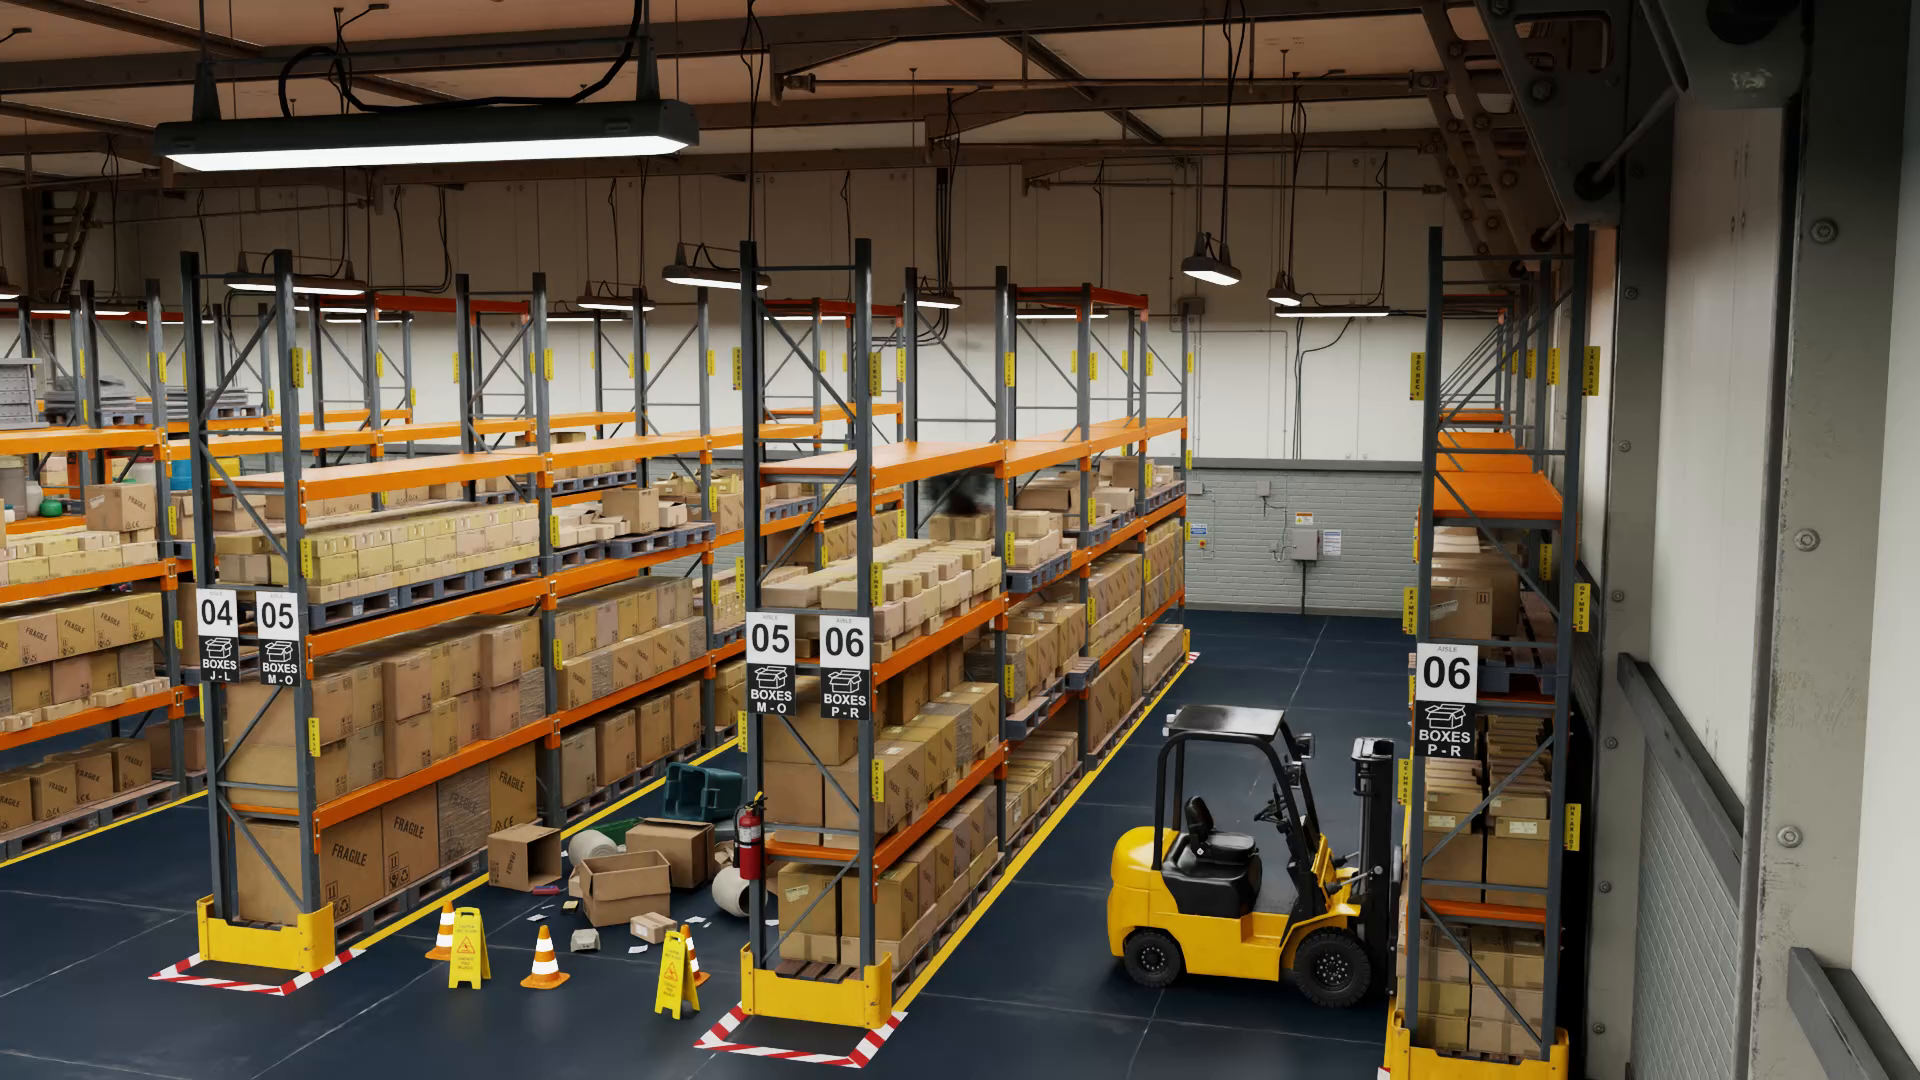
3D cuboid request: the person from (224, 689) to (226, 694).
[{"bbox_3d":[-10.165,1.780,22.889,0.636,1.727,0.799,2,7,17],"label":"person"}]
